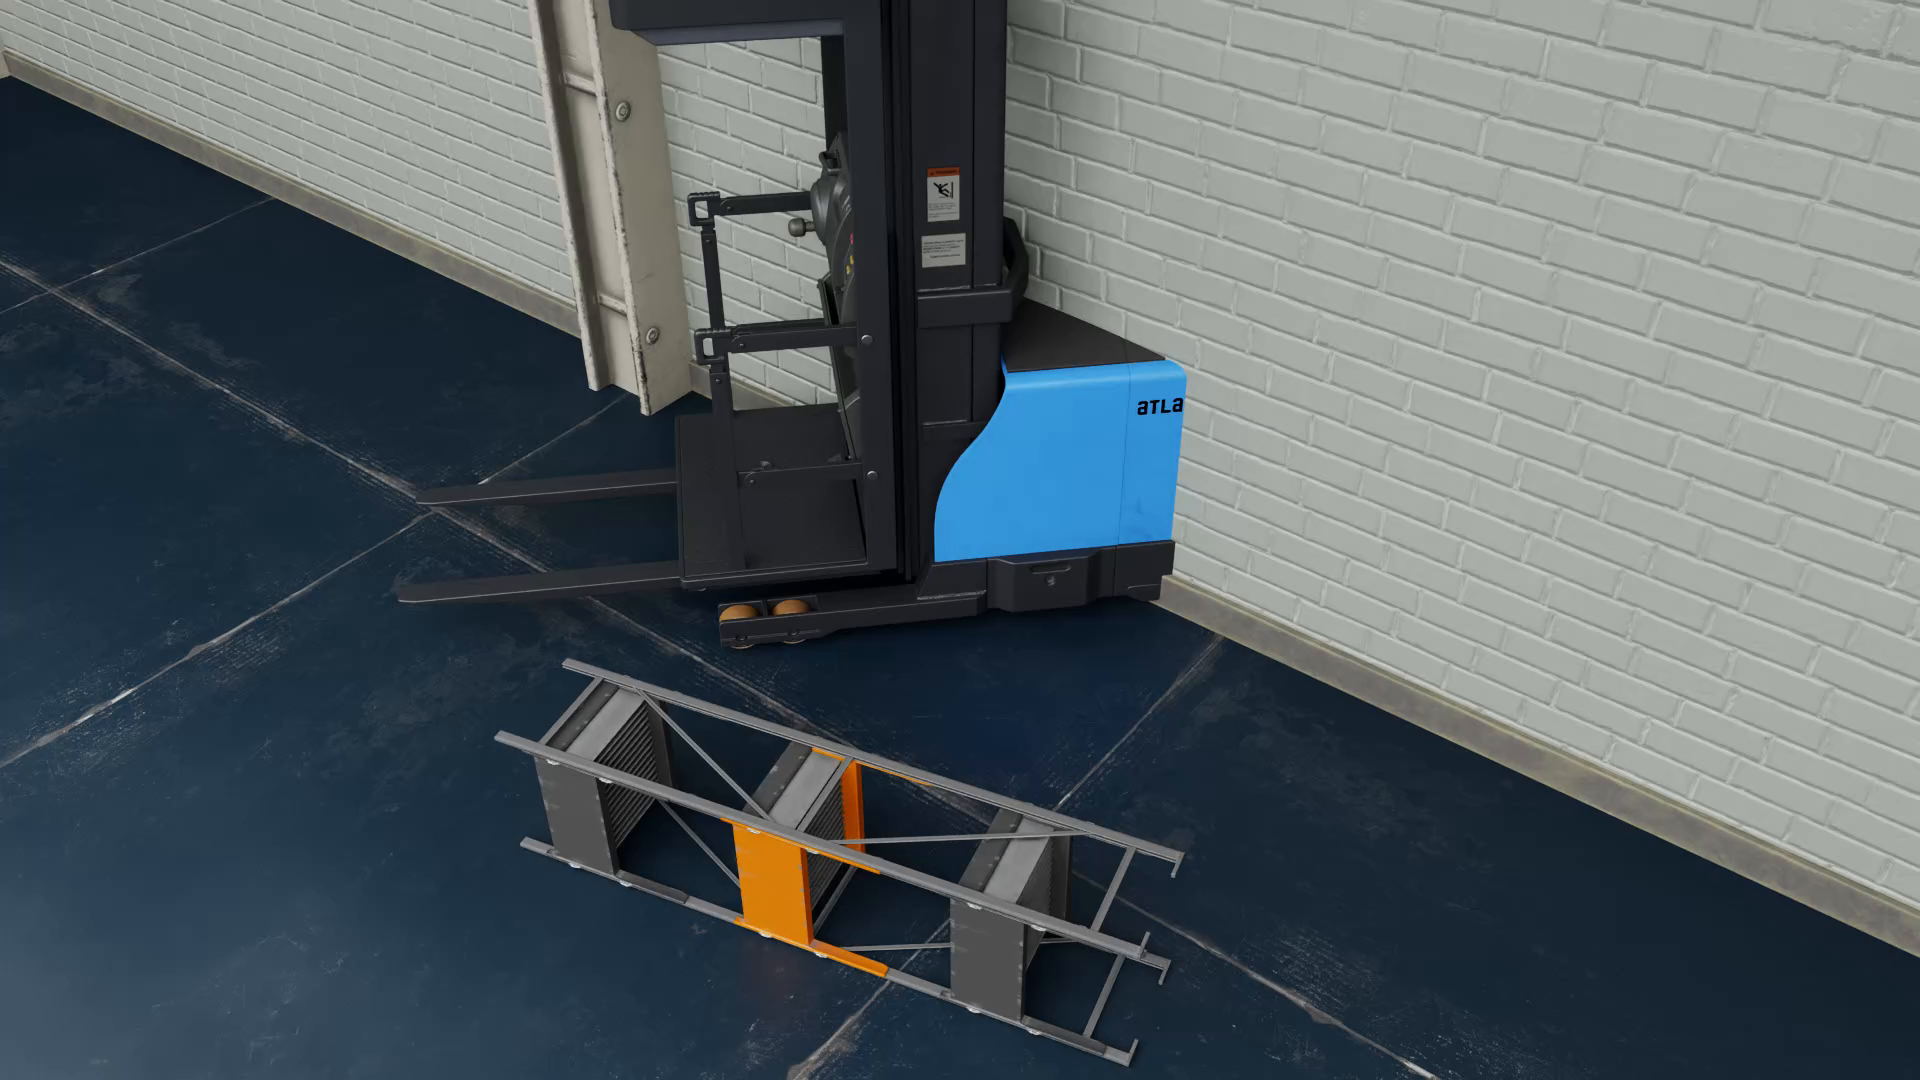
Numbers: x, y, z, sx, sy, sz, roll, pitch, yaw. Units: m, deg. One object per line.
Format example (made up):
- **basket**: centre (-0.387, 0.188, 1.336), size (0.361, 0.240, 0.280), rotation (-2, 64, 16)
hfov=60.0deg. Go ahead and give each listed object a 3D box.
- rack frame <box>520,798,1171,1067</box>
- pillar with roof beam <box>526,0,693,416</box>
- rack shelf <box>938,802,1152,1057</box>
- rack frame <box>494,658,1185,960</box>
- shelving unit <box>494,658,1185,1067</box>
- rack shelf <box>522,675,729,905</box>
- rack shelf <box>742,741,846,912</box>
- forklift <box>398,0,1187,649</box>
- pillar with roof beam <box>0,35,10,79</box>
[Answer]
- **rack frame**: centre (-0.398, 1.144, 5.265), size (2.100, 0.015, 0.400), rotation (15, 40, 18)
- **pillar with roof beam**: centre (-4.074, -2.140, 2.183), size (0.400, 9.000, 9.100), rotation (25, 45, 29)
- **rack shelf**: centre (0.257, 1.127, 4.892), size (0.518, 0.480, 0.431), rotation (15, 40, 18)
- **rack frame**: centre (-0.398, 0.760, 4.965), size (2.100, 0.015, 0.400), rotation (15, 40, 18)
- **shelving unit**: centre (-0.398, 0.952, 5.115), size (2.100, 0.503, 0.431), rotation (15, 40, 18)
- **rack shelf**: centre (-1.028, 0.784, 5.330), size (0.518, 0.480, 0.431), rotation (15, 40, 18)
- **rack shelf**: centre (-0.511, 0.922, 5.154), size (0.174, 0.457, 0.368), rotation (15, 40, 18)
- **forklift**: centre (-0.617, -1.097, 5.773), size (3.031, 2.935, 1.130), rotation (-5, 38, -7)
- **pillar with roof beam**: centre (-8.840, -4.387, 5.053), size (0.400, 9.000, 9.100), rotation (25, 45, 29)
